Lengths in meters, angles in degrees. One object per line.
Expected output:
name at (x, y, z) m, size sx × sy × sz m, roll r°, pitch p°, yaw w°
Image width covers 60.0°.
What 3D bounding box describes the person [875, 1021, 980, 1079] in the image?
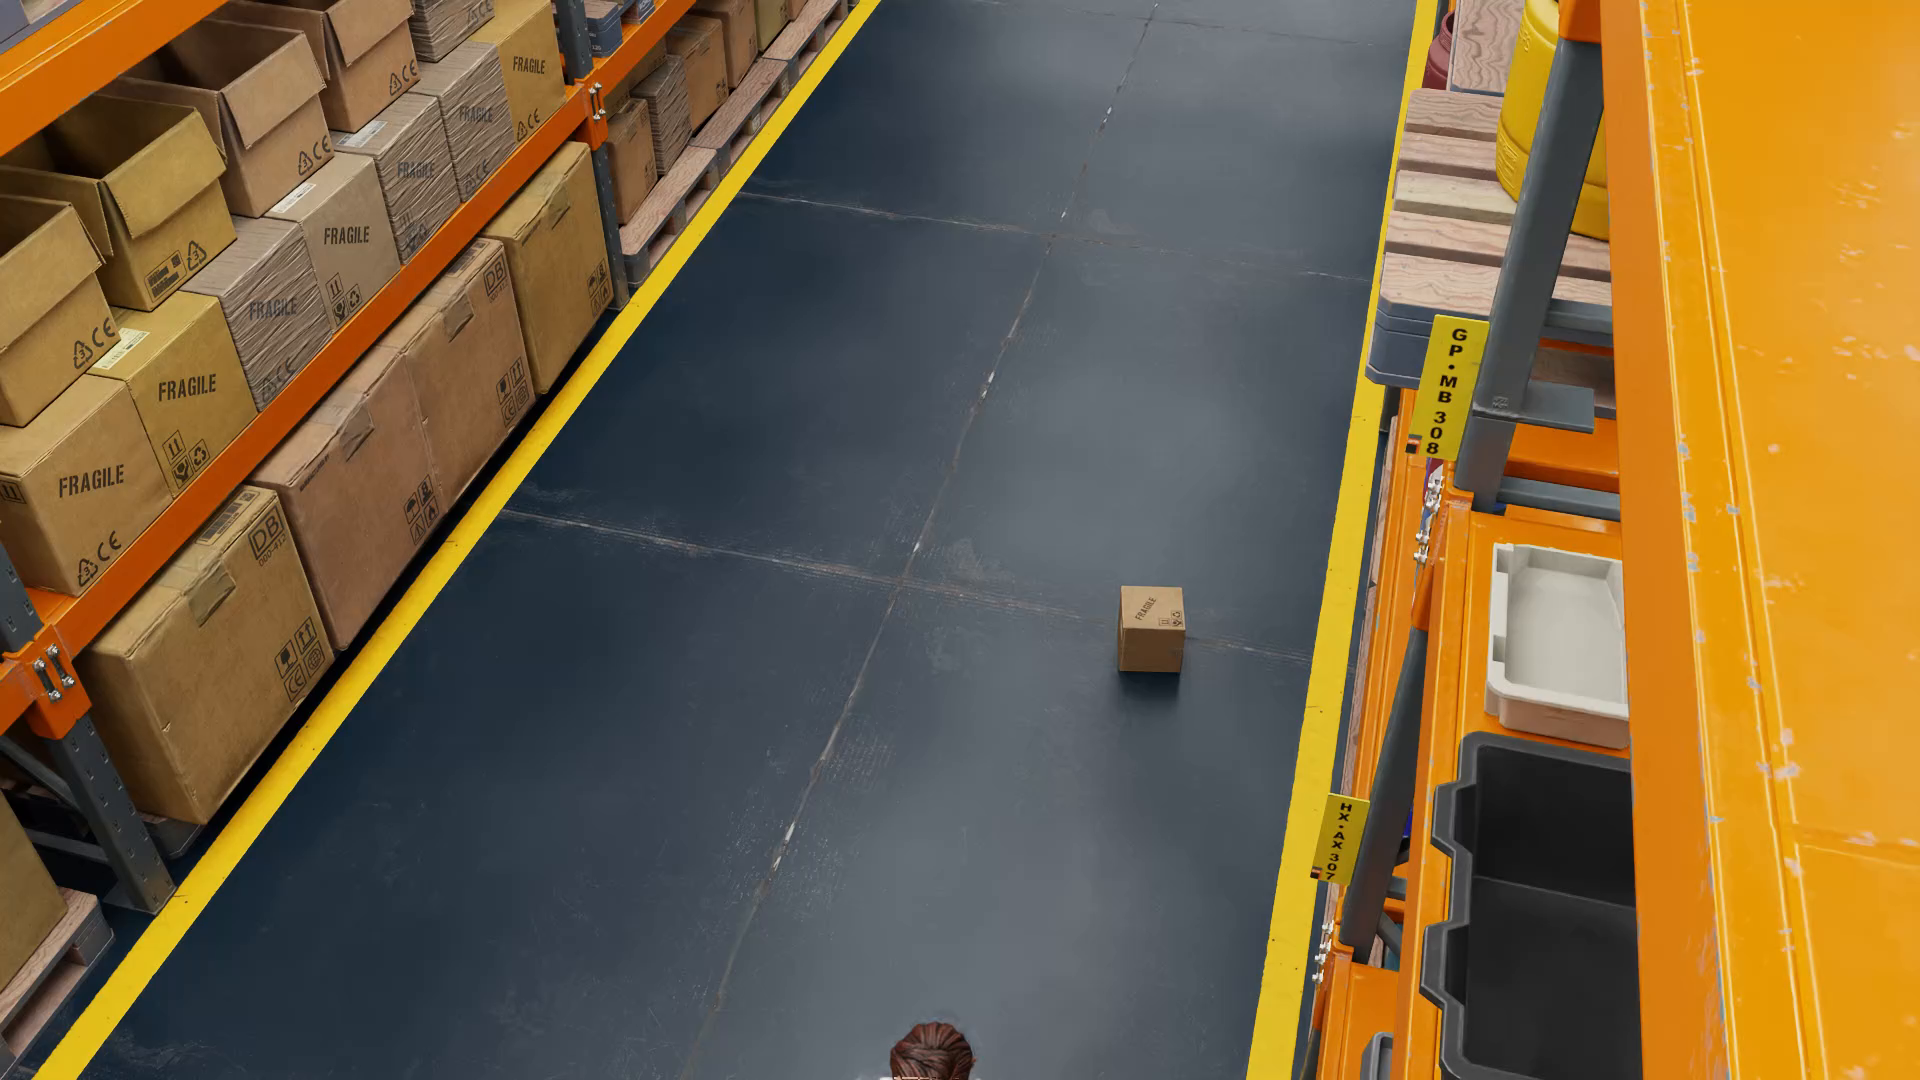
person at (-0.078, 1.802, 4.094) m, size 0.464 × 1.672 × 0.834 m, roll 6°, pitch 42°, yaw 7°
